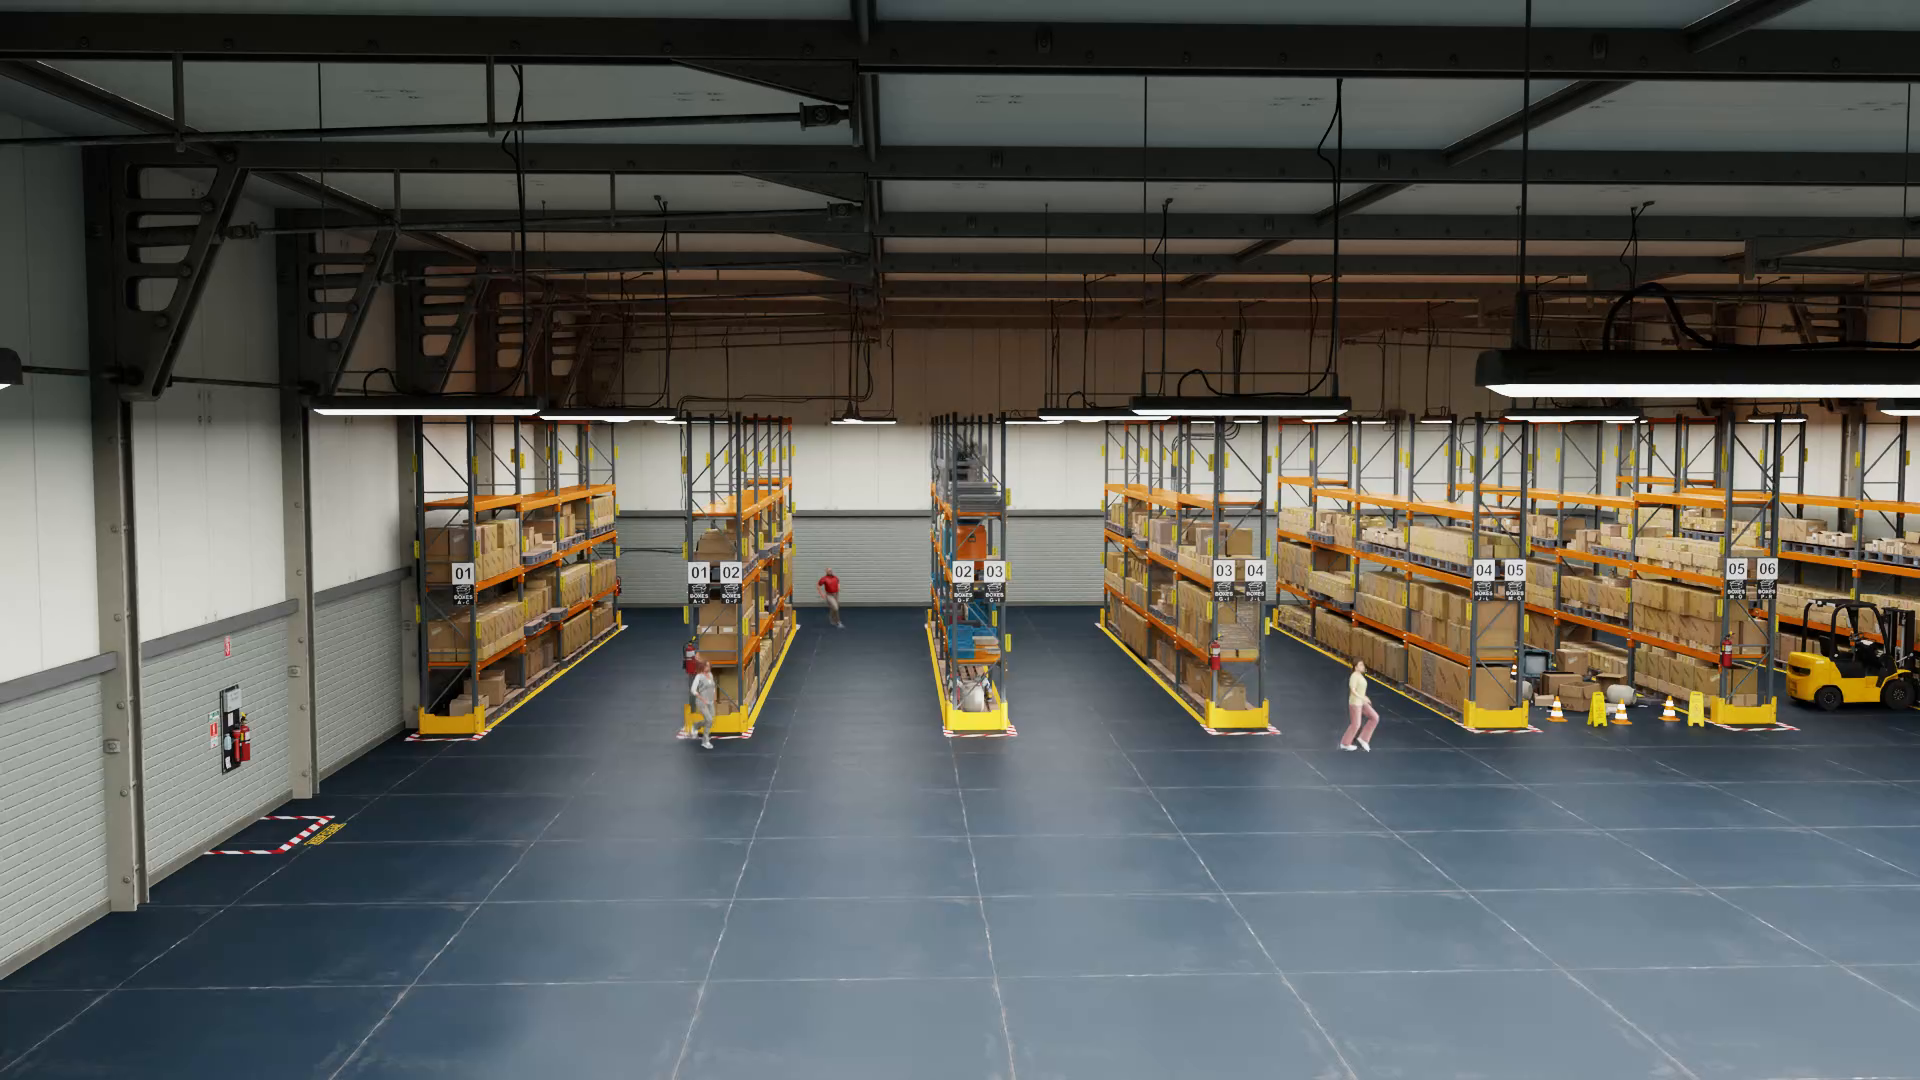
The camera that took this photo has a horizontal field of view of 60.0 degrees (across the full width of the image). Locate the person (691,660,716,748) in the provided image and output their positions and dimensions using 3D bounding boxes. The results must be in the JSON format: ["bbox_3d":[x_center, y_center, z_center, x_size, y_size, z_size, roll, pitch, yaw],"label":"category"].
[{"bbox_3d":[-4.620,2.931,29.821,0.563,1.566,0.572,2,5,33],"label":"person"}]

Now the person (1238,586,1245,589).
[{"bbox_3d":[7.799,1.746,46.388,0.531,1.599,0.873,0,4,-6],"label":"person"}]

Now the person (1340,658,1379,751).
[{"bbox_3d":[7.019,2.902,29.278,0.652,1.650,0.591,2,4,29],"label":"person"}]

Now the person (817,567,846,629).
[{"bbox_3d":[-3.650,1.651,47.446,0.712,1.724,0.831,-3,5,-42],"label":"person"}]
